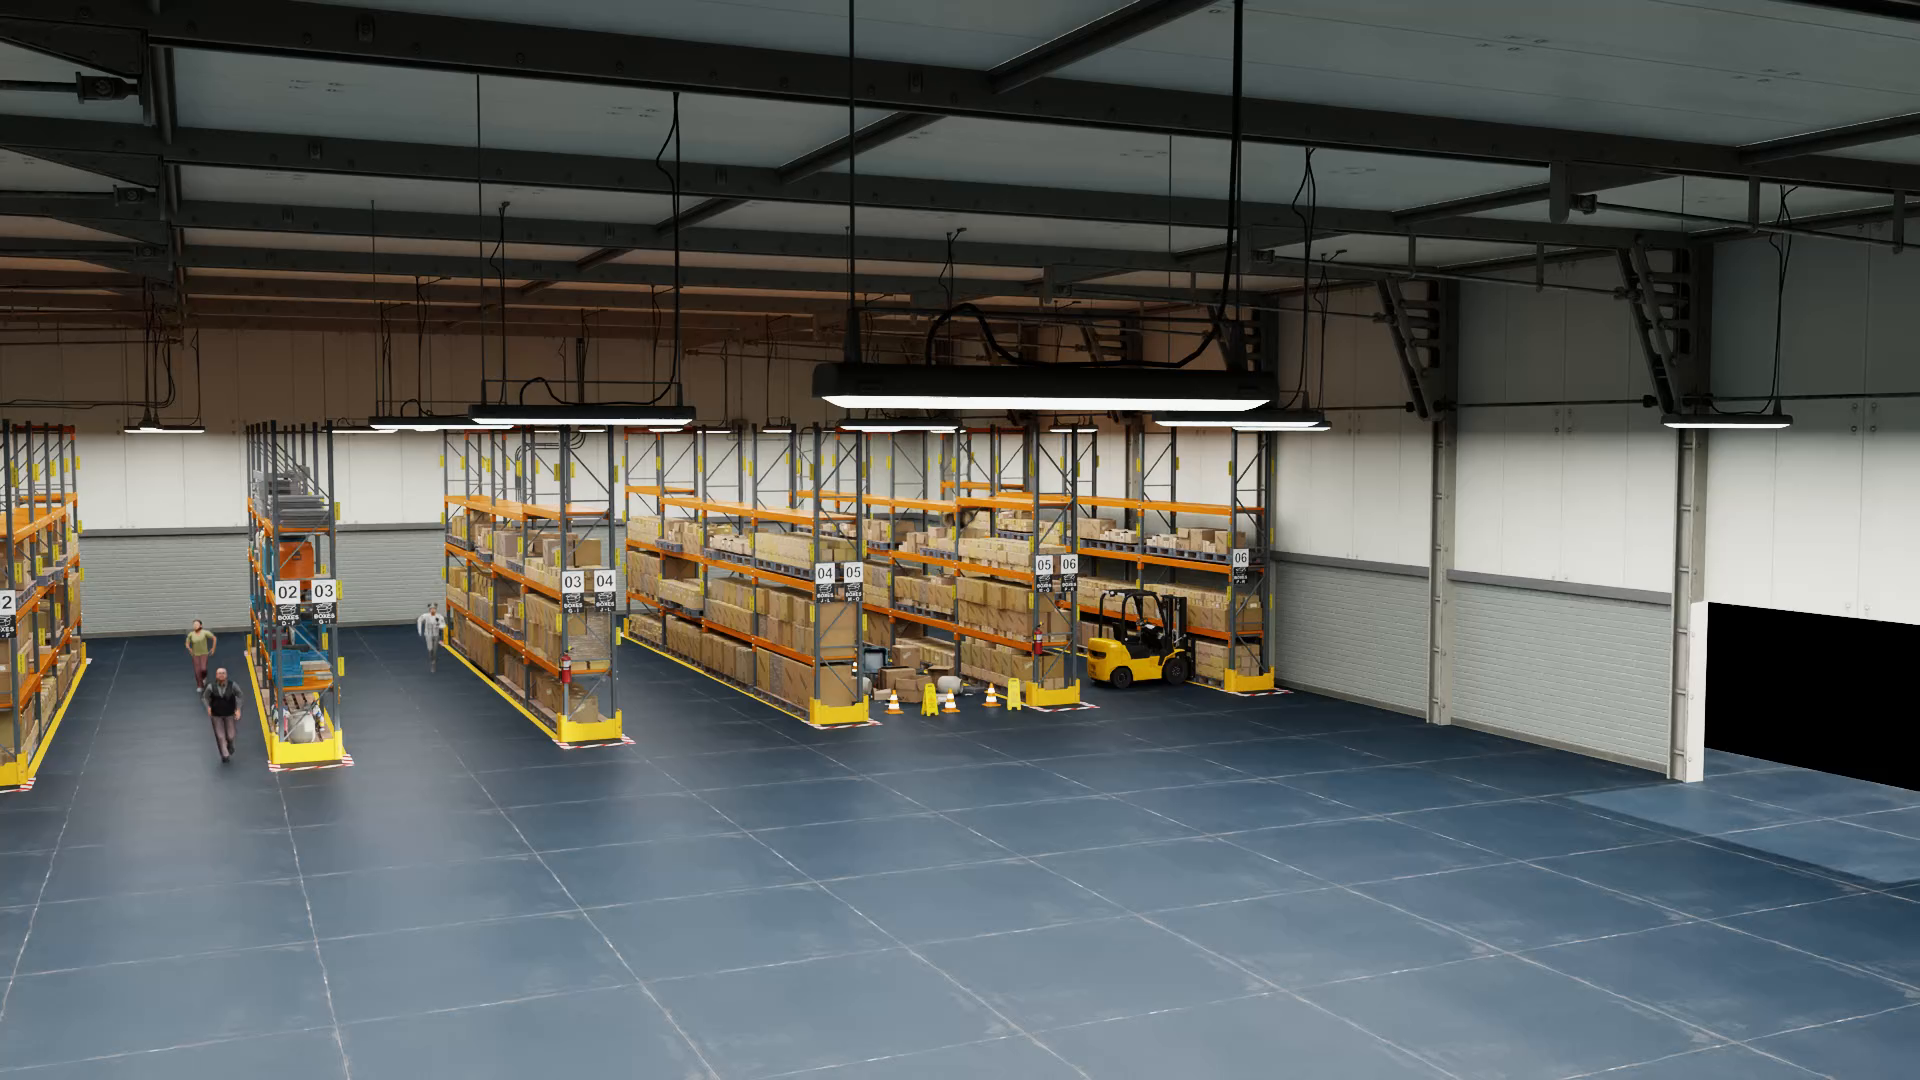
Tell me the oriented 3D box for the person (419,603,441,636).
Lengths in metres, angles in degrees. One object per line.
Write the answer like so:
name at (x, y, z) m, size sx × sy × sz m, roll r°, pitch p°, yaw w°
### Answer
person at (-12.805, 1.927, 40.195) m, size 0.516 × 0.828 × 0.554 m, roll -1°, pitch 4°, yaw -21°

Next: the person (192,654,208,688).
person at (-17.010, 2.888, 37.243) m, size 0.350 × 0.903 × 0.561 m, roll -1°, pitch 4°, yaw -14°

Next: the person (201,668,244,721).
person at (-12.873, 2.703, 29.020) m, size 0.689 × 0.941 × 0.491 m, roll -1°, pitch 4°, yaw -21°

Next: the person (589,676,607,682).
person at (-8.477, 2.419, 39.066) m, size 0.552 × 1.765 × 0.836 m, roll -2°, pitch 4°, yaw -28°
